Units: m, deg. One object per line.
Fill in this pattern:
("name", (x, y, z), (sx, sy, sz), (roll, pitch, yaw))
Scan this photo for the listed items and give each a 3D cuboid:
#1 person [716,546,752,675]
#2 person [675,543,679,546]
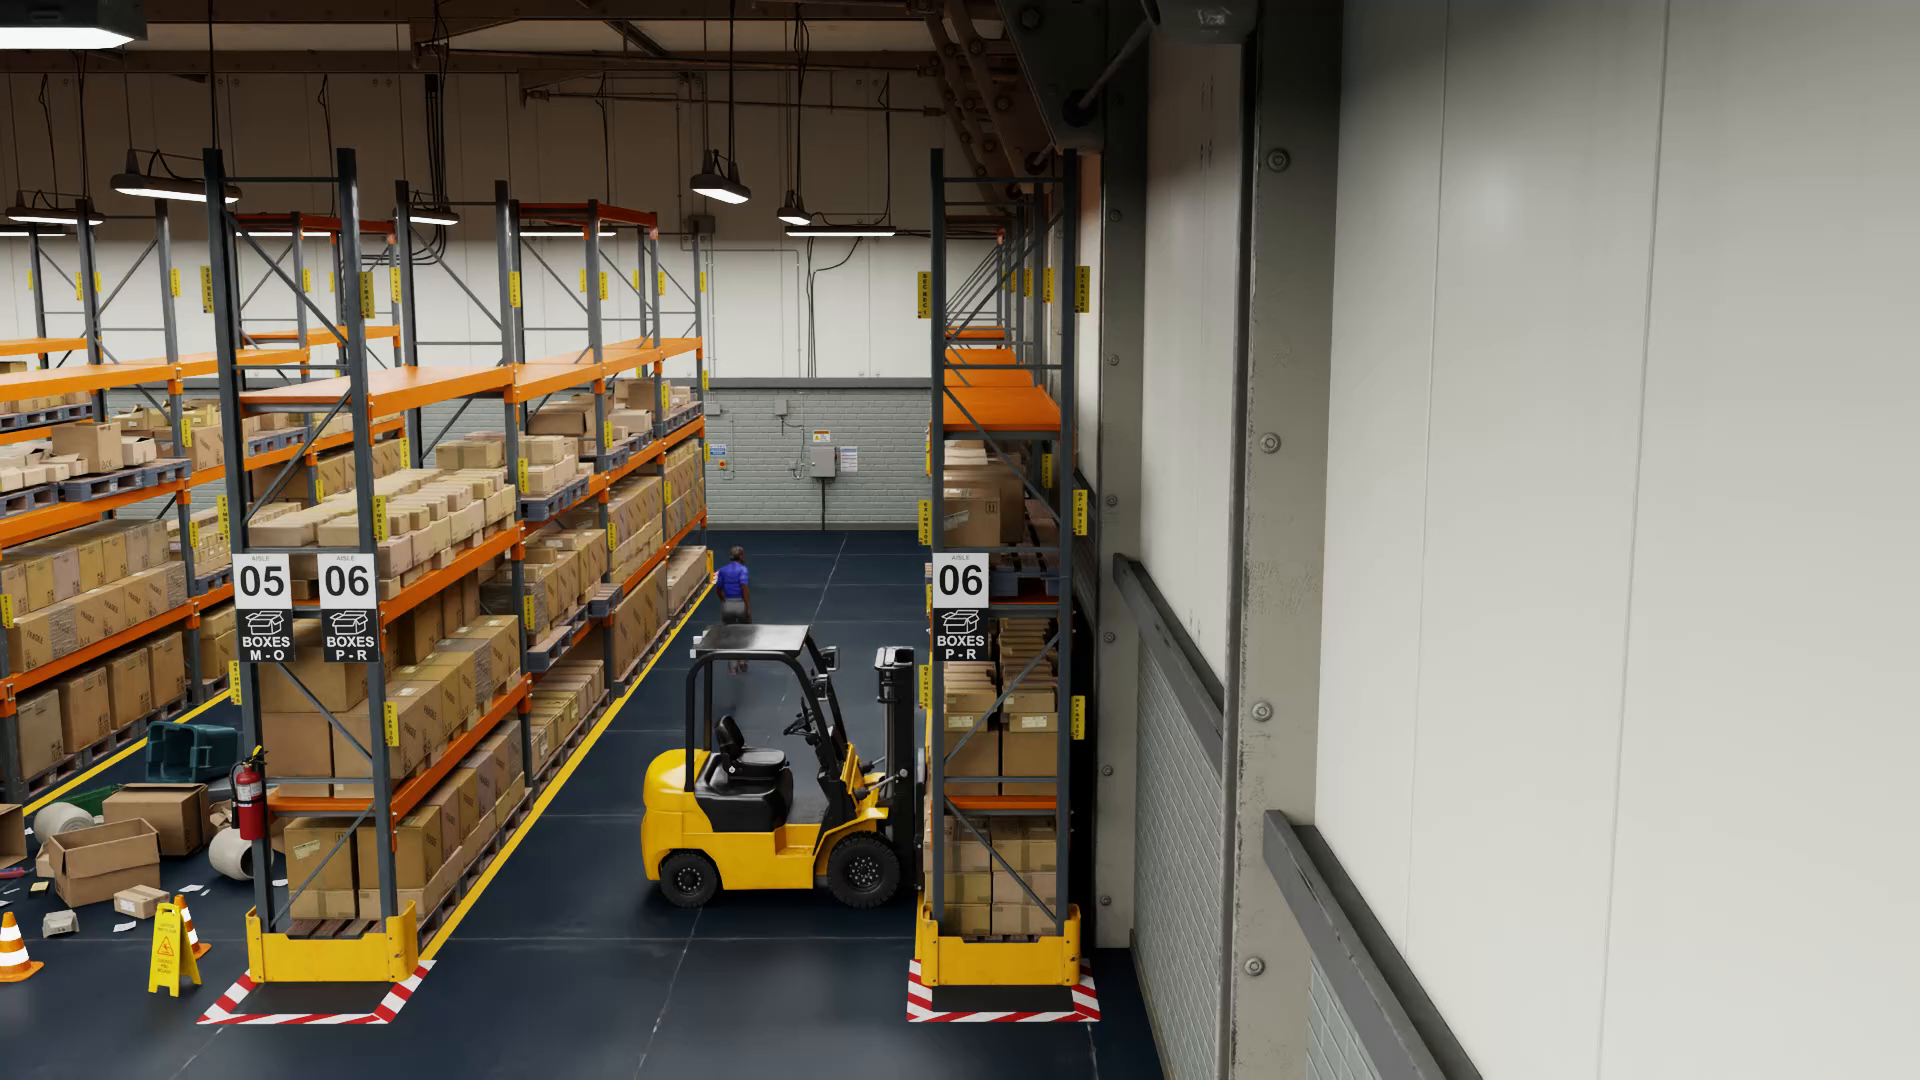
("person", (-2.790, 0.898, 20.524), (0.454, 1.641, 0.733), (0, 9, -3))
("person", (-5.541, -0.722, 31.339), (0.594, 1.795, 0.444), (2, 9, 12))
